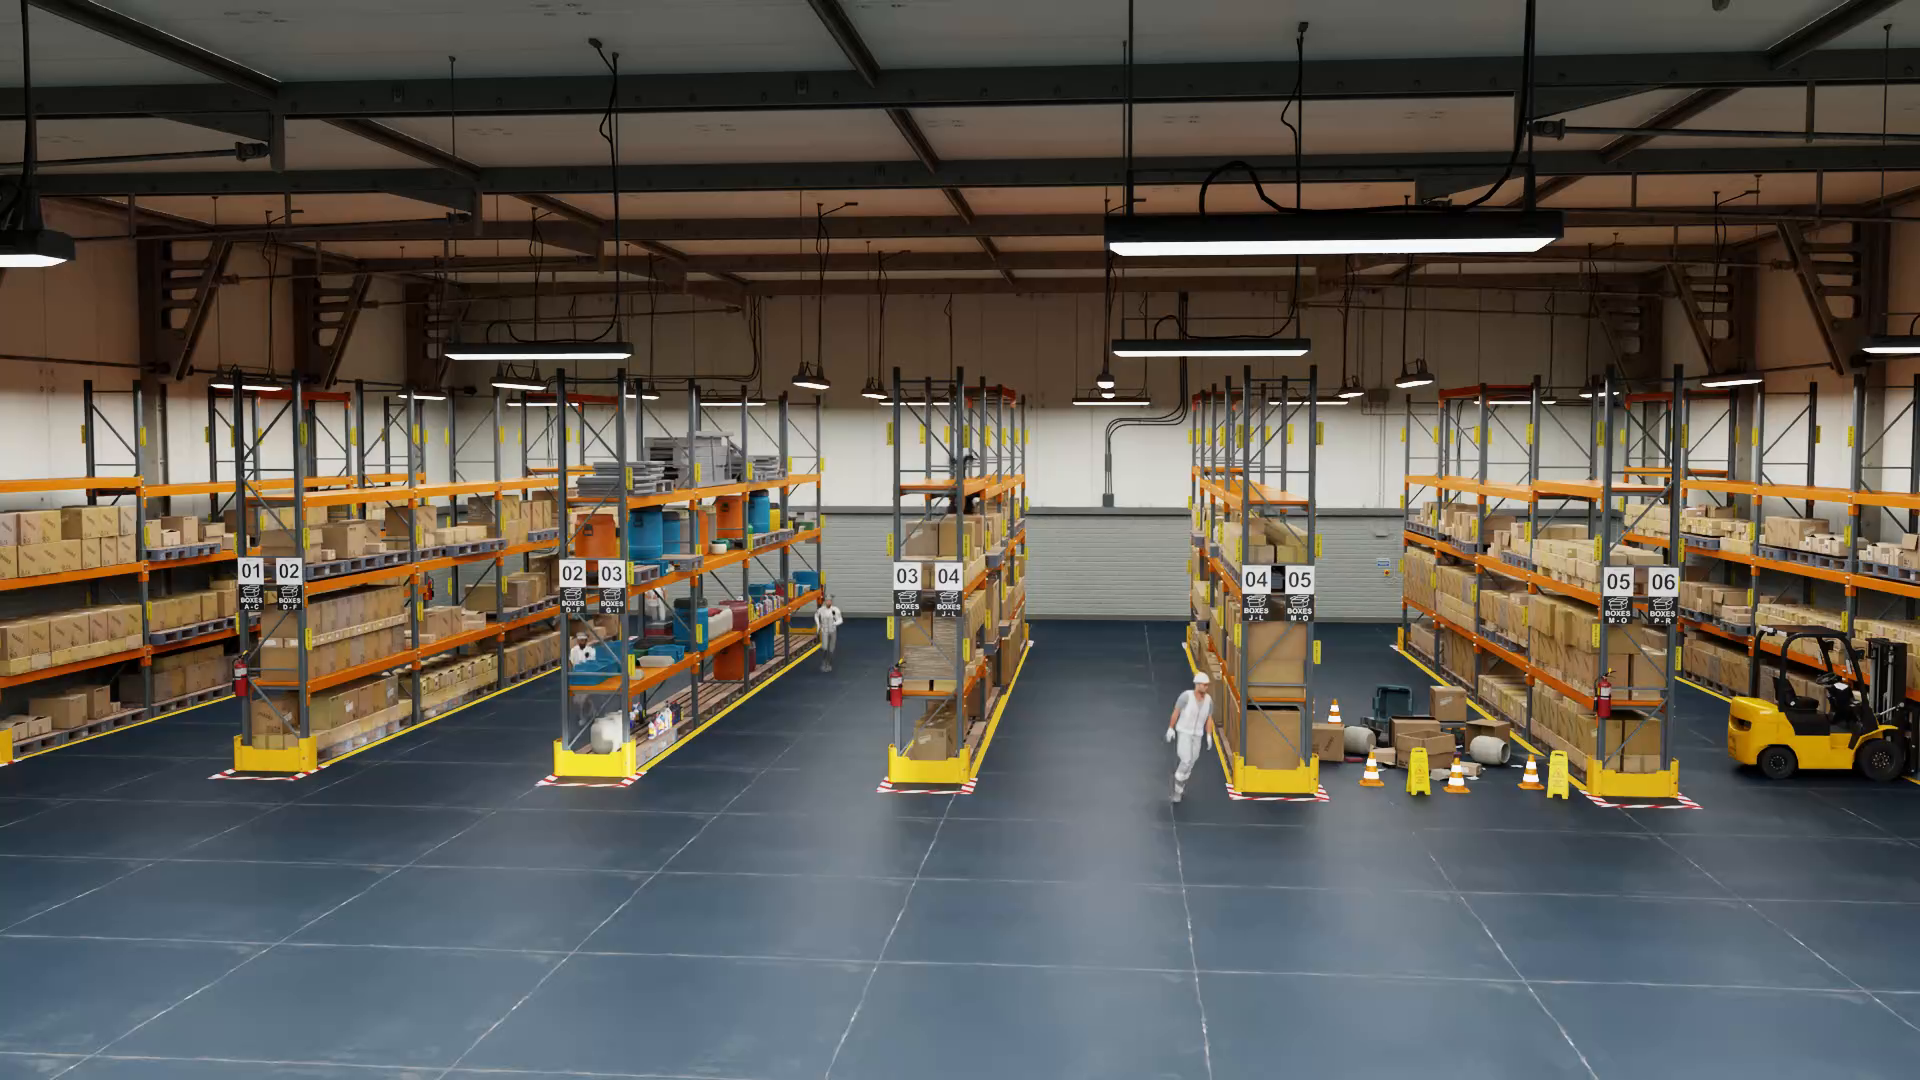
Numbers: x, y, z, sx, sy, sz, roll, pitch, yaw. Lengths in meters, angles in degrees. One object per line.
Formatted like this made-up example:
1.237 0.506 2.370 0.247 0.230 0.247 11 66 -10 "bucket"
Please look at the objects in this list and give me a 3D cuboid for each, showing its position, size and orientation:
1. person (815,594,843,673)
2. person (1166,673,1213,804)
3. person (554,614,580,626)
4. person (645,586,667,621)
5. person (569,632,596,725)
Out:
-2.783 1.970 35.229 0.594 1.672 0.652 0 4 -5 "person"
3.155 2.702 22.948 0.658 1.777 0.608 -1 4 -20 "person"
-10.040 1.447 42.841 0.849 1.842 0.669 1 4 14 "person"
-7.556 1.627 41.220 0.633 1.639 0.895 -2 4 -24 "person"
-6.550 2.396 29.016 0.571 1.637 0.532 1 4 11 "person"
